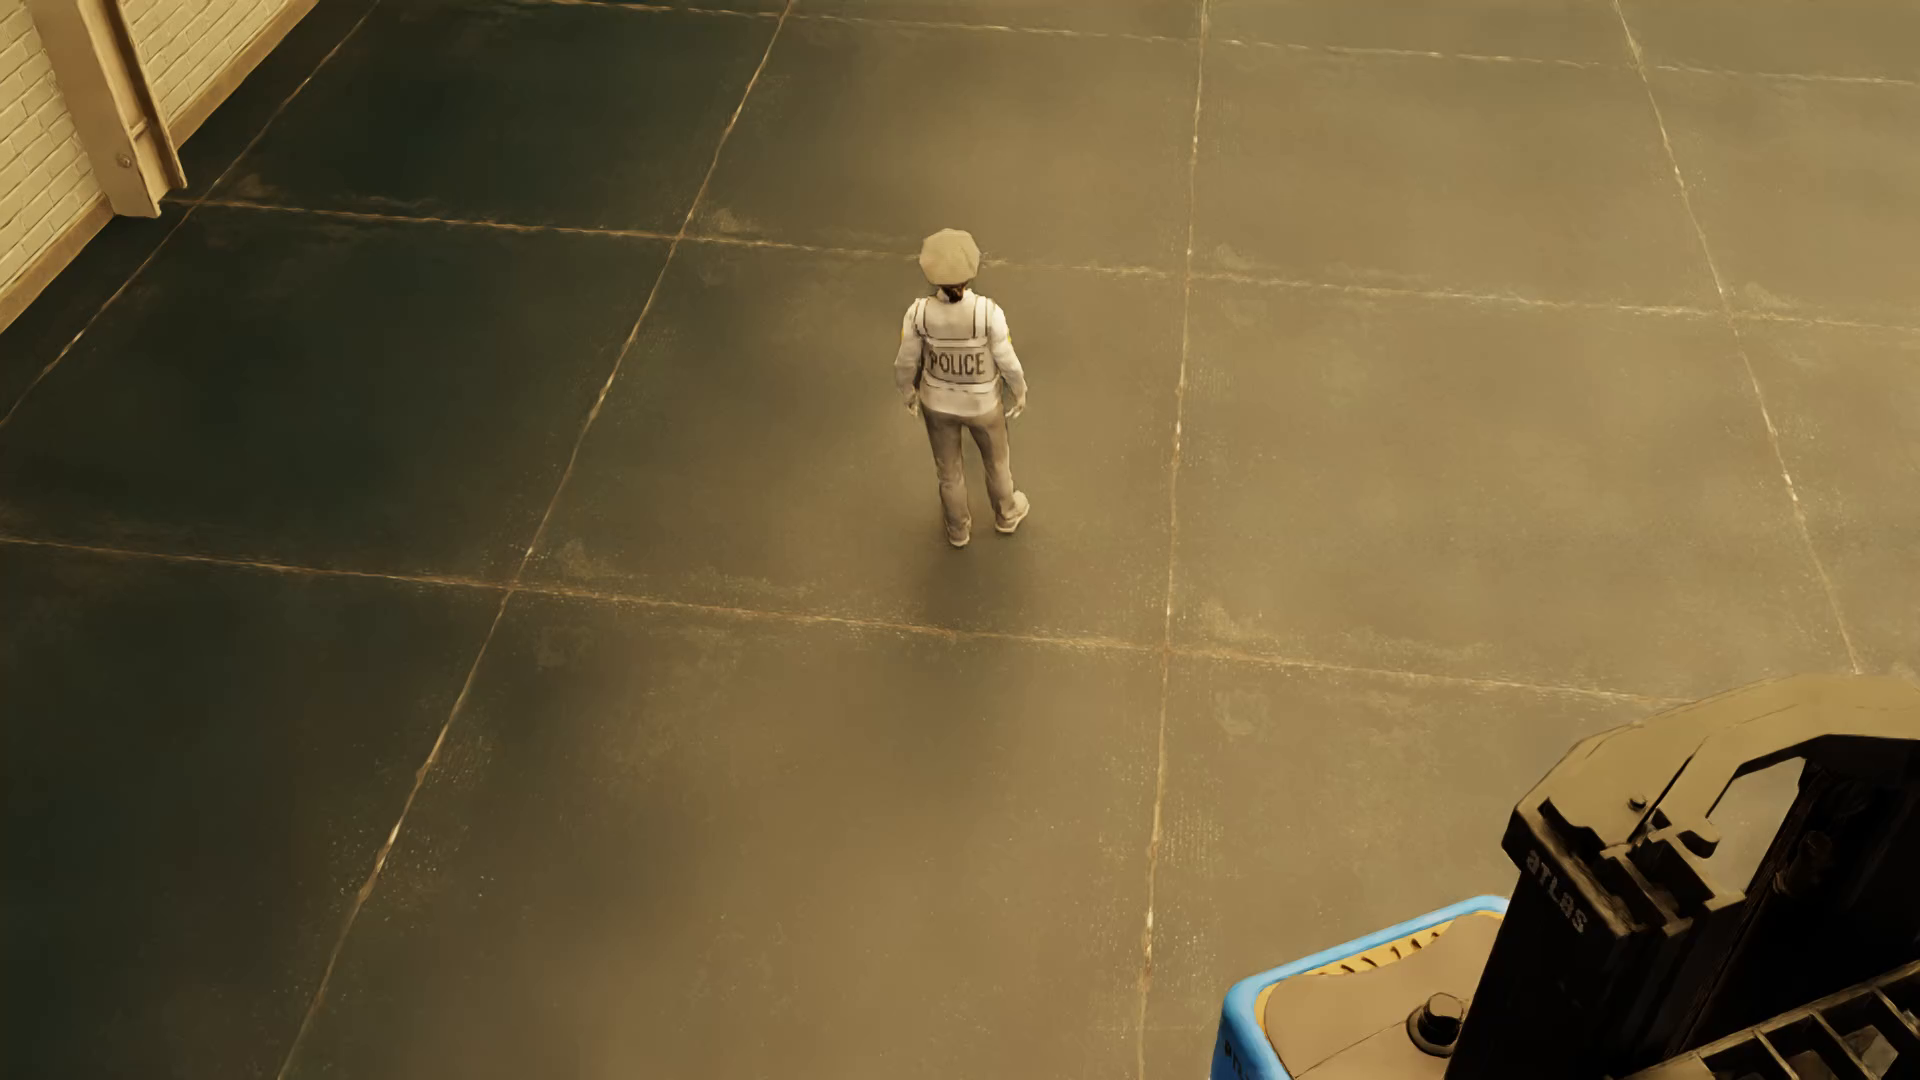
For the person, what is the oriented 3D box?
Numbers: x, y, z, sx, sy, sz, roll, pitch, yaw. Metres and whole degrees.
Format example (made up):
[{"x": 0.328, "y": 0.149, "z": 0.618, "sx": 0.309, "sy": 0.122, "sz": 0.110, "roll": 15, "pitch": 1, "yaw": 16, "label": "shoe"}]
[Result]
[{"x": 0.016, "y": -0.674, "z": 7.361, "sx": 0.586, "sy": 1.695, "sz": 0.532, "roll": 5, "pitch": 43, "yaw": 6, "label": "person"}]

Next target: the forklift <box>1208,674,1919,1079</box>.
[{"x": 1.763, "y": 1.836, "z": 3.726, "sx": 1.130, "sy": 2.935, "sz": 3.031, "roll": -15, "pitch": 45, "yaw": -15, "label": "forklift"}]
